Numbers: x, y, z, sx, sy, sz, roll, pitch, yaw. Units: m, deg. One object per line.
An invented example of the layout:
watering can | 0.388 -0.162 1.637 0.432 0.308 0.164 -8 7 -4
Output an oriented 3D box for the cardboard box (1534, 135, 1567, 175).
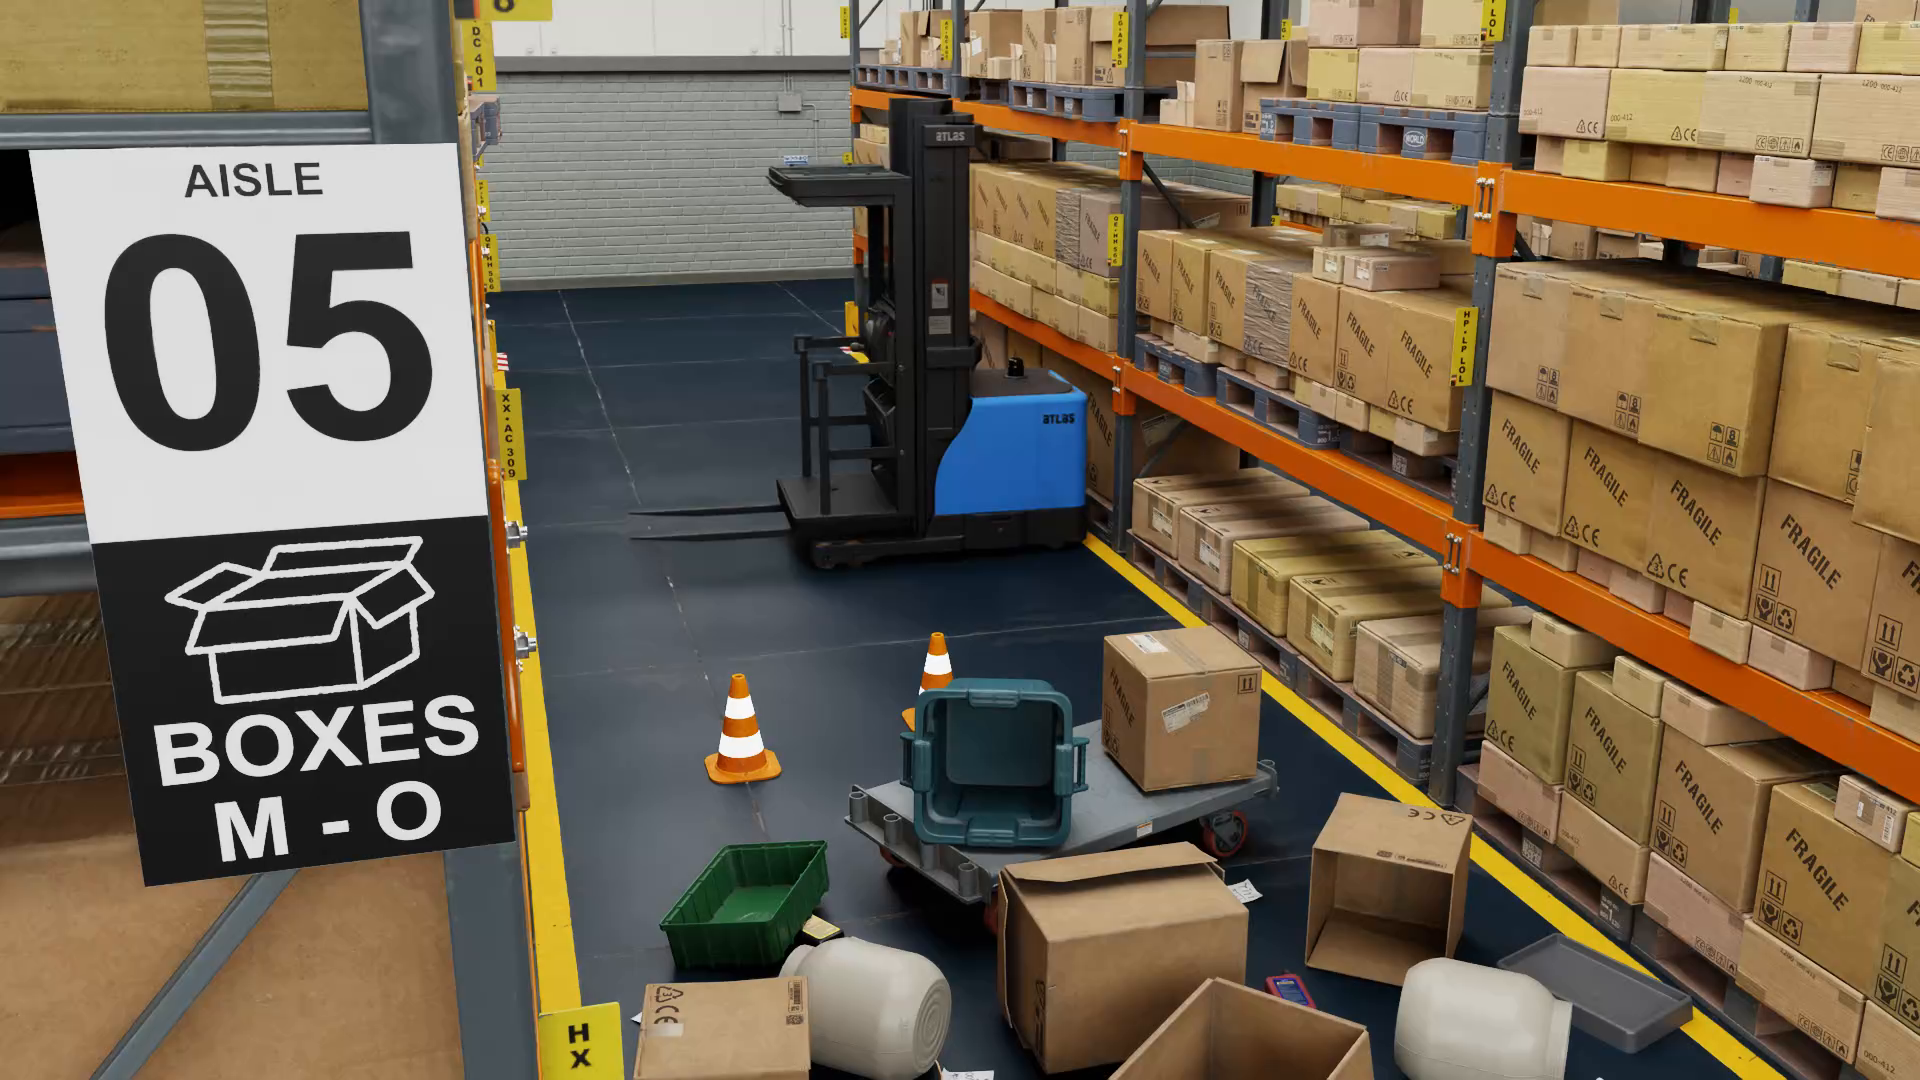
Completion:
cardboard box | 2.468 -1.499 6.450 0.380 0.149 0.250 -5 17 -16

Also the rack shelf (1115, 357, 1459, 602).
rack shelf | 2.070 -0.498 9.146 1.077 0.370 4.000 -5 17 -15

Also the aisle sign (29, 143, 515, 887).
aisle sign | -0.704 -0.013 1.761 0.394 0.787 0.004 -5 17 -15

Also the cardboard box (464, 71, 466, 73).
cardboard box | -1.635 -1.290 4.852 0.380 0.149 0.250 -4 17 -14

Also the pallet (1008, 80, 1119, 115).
pallet | 0.983 -3.225 12.088 1.003 0.211 1.213 -4 17 -13

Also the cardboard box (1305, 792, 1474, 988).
cardboard box | 1.606 1.311 6.215 0.500 0.500 0.500 7 18 23

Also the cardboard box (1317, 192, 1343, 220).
cardboard box | 4.241 -3.646 18.121 0.500 0.250 0.500 -5 17 -16

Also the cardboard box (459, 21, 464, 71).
cardboard box | -1.591 -1.370 4.426 0.500 0.250 0.500 -5 17 -15

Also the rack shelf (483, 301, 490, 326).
rack shelf | -3.760 -1.185 11.434 1.077 0.370 4.000 -5 17 -15

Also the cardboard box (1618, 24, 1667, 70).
cardboard box | 2.556 -1.731 5.838 0.380 0.149 0.250 -5 18 -17

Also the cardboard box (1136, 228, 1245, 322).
cardboard box | 1.422 -1.644 10.291 0.500 0.500 0.500 -5 17 -17

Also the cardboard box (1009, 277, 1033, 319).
cardboard box | 0.686 -1.863 12.700 0.500 0.250 0.500 -5 17 -16

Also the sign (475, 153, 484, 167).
sign | -4.870 -3.933 16.771 0.100 0.325 0.005 -5 17 -15

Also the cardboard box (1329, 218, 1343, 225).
cardboard box | 4.227 -3.409 18.023 0.380 0.149 0.250 -5 17 -17

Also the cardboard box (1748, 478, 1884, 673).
cardboard box | 2.917 0.079 5.283 0.500 0.500 0.500 -4 17 -15

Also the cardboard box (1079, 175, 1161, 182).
cardboard box | 1.212 -2.499 12.645 0.500 0.500 0.500 -4 17 -14

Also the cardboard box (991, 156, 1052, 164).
cardboard box | 0.524 -3.180 14.912 0.500 0.500 0.500 -5 17 -15

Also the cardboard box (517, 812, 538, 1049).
cardboard box | -1.363 0.750 3.479 0.875 0.550 0.550 -5 17 -15

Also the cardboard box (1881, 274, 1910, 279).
cardboard box | 6.351 -1.822 11.003 0.380 0.149 0.250 -4 17 -15

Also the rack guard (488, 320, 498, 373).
rack guard | -5.389 -1.971 17.145 1.175 0.500 0.348 -5 17 -15

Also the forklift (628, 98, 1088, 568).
forklift | -0.713 -1.384 10.965 3.031 2.935 1.130 -4 17 -12

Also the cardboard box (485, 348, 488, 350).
cardboard box | -2.556 -0.645 8.210 0.500 0.500 0.500 -5 17 -16

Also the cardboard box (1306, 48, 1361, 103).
cardboard box | 2.047 -2.287 8.167 0.500 0.250 0.500 -4 17 -15

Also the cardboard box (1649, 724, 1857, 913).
cardboard box | 2.822 0.943 5.846 0.500 0.500 0.500 -4 17 -12

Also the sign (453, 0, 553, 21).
sign | -0.477 -0.699 1.694 0.100 0.325 0.005 -5 17 -15

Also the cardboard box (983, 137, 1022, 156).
cardboard box | 0.388 -3.584 15.131 0.380 0.149 0.250 -5 17 -16

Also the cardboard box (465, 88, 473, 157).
cardboard box | -1.145 -0.798 3.214 0.380 0.149 0.250 -5 17 -16

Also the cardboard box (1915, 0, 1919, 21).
cardboard box | 6.492 -3.171 10.504 0.700 0.500 0.500 -5 17 -16

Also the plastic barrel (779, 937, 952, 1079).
plastic barrel | -0.325 1.556 5.535 0.512 0.421 0.421 7 18 23

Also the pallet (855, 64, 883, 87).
pallet | -0.464 -4.798 17.152 1.003 0.211 1.213 -5 17 -15

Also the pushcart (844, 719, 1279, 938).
pushcart | 0.442 1.161 6.932 1.648 0.377 0.936 -12 20 -34

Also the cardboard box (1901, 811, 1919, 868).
cardboard box | 3.017 0.896 4.873 0.380 0.149 0.250 -4 17 -14

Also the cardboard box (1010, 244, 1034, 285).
cardboard box | 0.696 -2.102 12.628 0.500 0.250 0.500 -5 17 -17

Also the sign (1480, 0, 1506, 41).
sign | 2.087 -2.117 6.489 0.100 0.325 0.005 -5 17 -15

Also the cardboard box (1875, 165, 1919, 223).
cardboard box | 2.887 -0.997 4.780 0.380 0.149 0.250 -5 17 -16

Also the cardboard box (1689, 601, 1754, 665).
cardboard box | 2.741 0.298 5.682 0.380 0.149 0.250 -5 17 -15

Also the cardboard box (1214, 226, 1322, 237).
cardboard box | 1.913 -1.683 10.421 0.500 0.500 0.500 -5 17 -17

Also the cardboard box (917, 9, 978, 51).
cardboard box | 0.020 -4.608 15.280 0.797 0.503 0.637 -3 17 -11

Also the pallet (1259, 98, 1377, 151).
pallet | 2.265 -2.102 8.347 1.213 0.211 1.003 -5 17 -15

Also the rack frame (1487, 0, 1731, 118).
rack frame | 2.620 -3.162 6.338 1.000 3.000 0.127 -5 17 -15

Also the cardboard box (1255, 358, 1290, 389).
cardboard box | 1.829 -0.921 9.011 0.380 0.149 0.250 -4 17 -14

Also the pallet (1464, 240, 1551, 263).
pallet | 5.308 -2.574 15.141 1.003 0.211 1.213 -5 17 -15

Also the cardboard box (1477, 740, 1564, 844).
cardboard box | 2.523 1.011 6.922 0.500 0.250 0.500 -6 18 -18

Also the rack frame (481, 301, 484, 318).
rack frame | -3.211 -0.976 9.488 1.000 3.000 0.127 -5 17 -15

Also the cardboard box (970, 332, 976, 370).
cardboard box | 0.352 -1.658 15.482 0.875 0.438 0.875 -5 17 -16

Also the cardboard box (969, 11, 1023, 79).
cardboard box | 0.385 -3.921 13.174 0.500 0.500 0.500 -5 17 -16

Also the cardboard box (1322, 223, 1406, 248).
cardboard box | 2.242 -1.668 9.241 0.380 0.149 0.250 -6 18 -18

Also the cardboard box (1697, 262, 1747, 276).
cardboard box | 5.743 -2.021 12.674 0.380 0.149 0.250 -4 17 -14

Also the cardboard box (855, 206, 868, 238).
cardboard box | -0.822 -3.501 17.719 0.500 0.500 0.500 -5 17 -16

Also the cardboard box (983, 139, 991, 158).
cardboard box | 0.063 -3.481 14.787 0.380 0.149 0.250 -4 17 -14

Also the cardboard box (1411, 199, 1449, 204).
cardboard box | 5.032 -3.406 17.319 0.500 0.250 0.500 -4 17 -14

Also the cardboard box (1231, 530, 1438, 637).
cardboard box | 2.080 0.232 9.302 0.950 0.372 0.625 -4 17 -13

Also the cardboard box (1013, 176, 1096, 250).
cardboard box | 0.716 -2.464 12.531 0.500 0.500 0.500 -5 17 -16
